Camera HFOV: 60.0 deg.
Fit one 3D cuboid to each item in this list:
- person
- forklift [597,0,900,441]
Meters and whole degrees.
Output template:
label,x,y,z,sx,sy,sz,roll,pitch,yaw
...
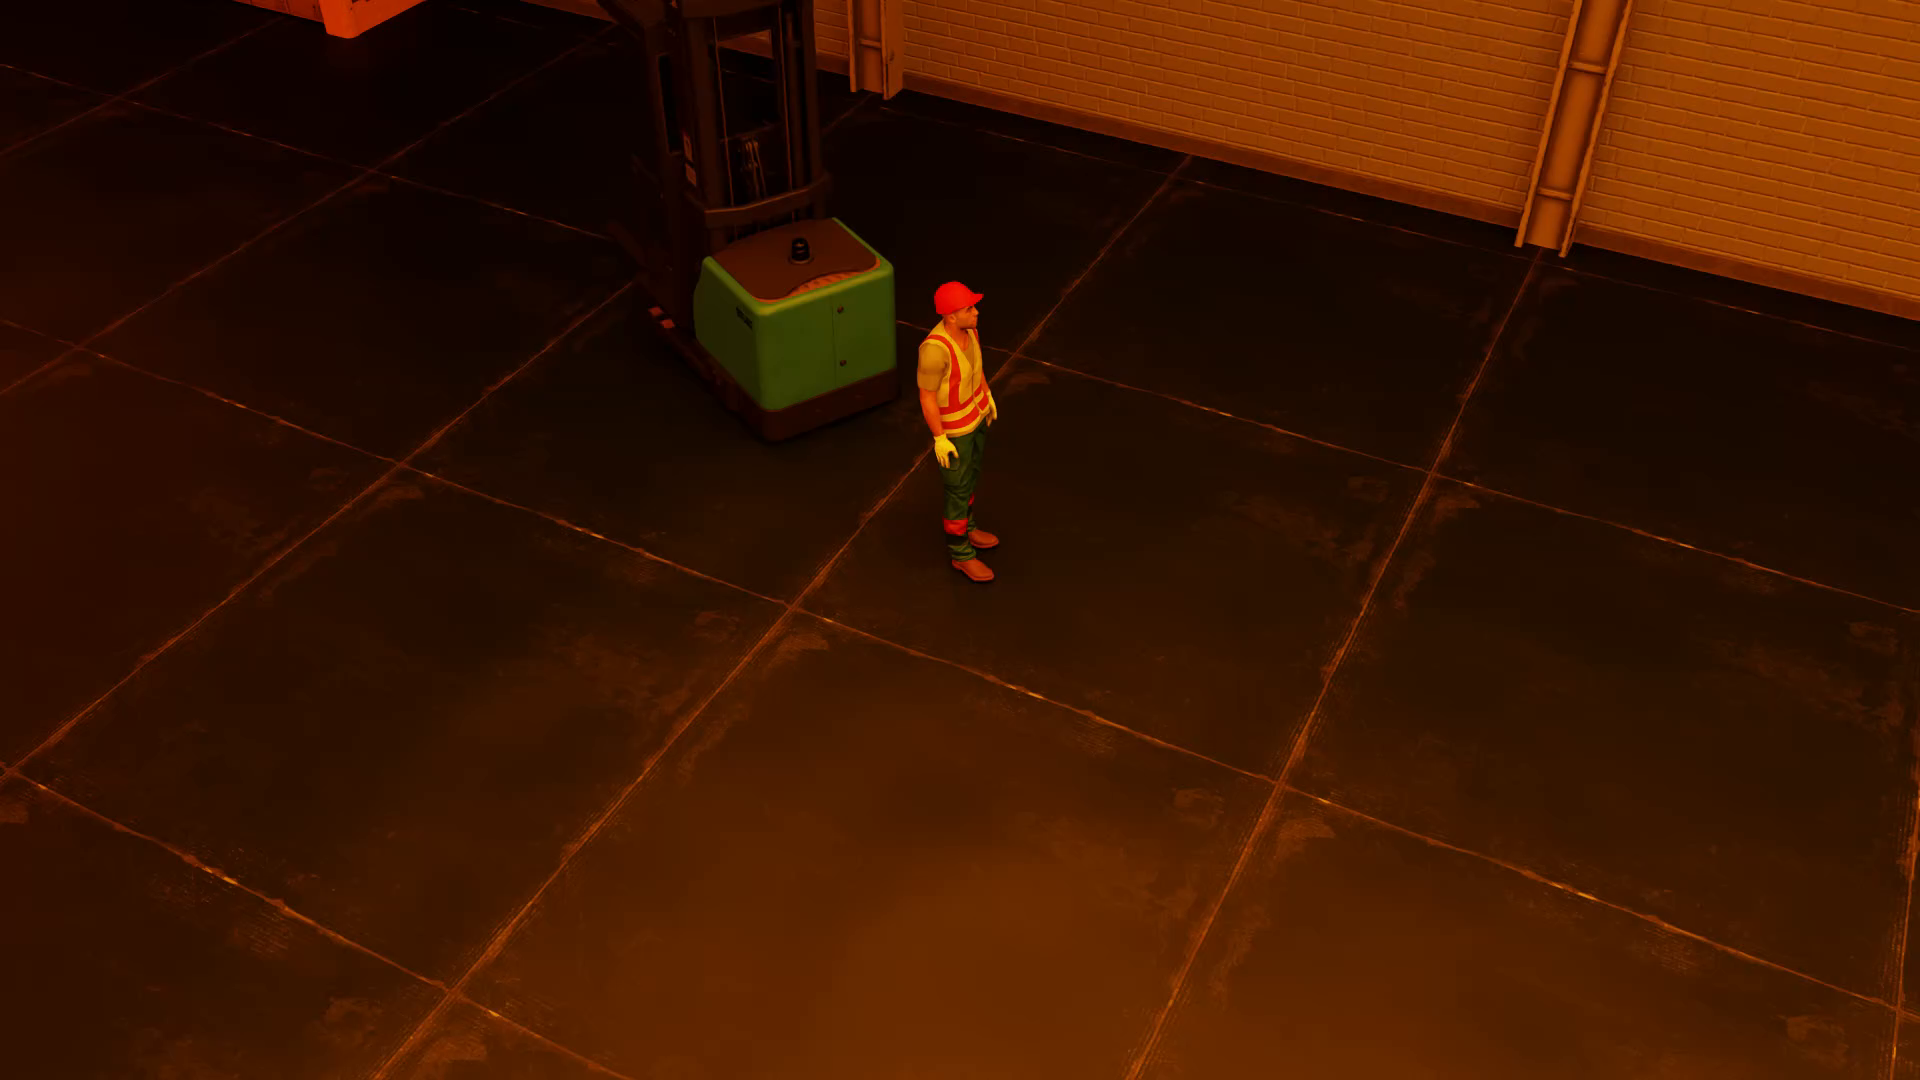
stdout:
label,x,y,z,sx,sy,sz,roll,pitch,yaw
person,0.066,-0.659,9.644,0.562,1.790,0.637,18,43,21
forklift,-1.632,-2.691,11.182,1.130,2.935,3.031,-23,45,-25
